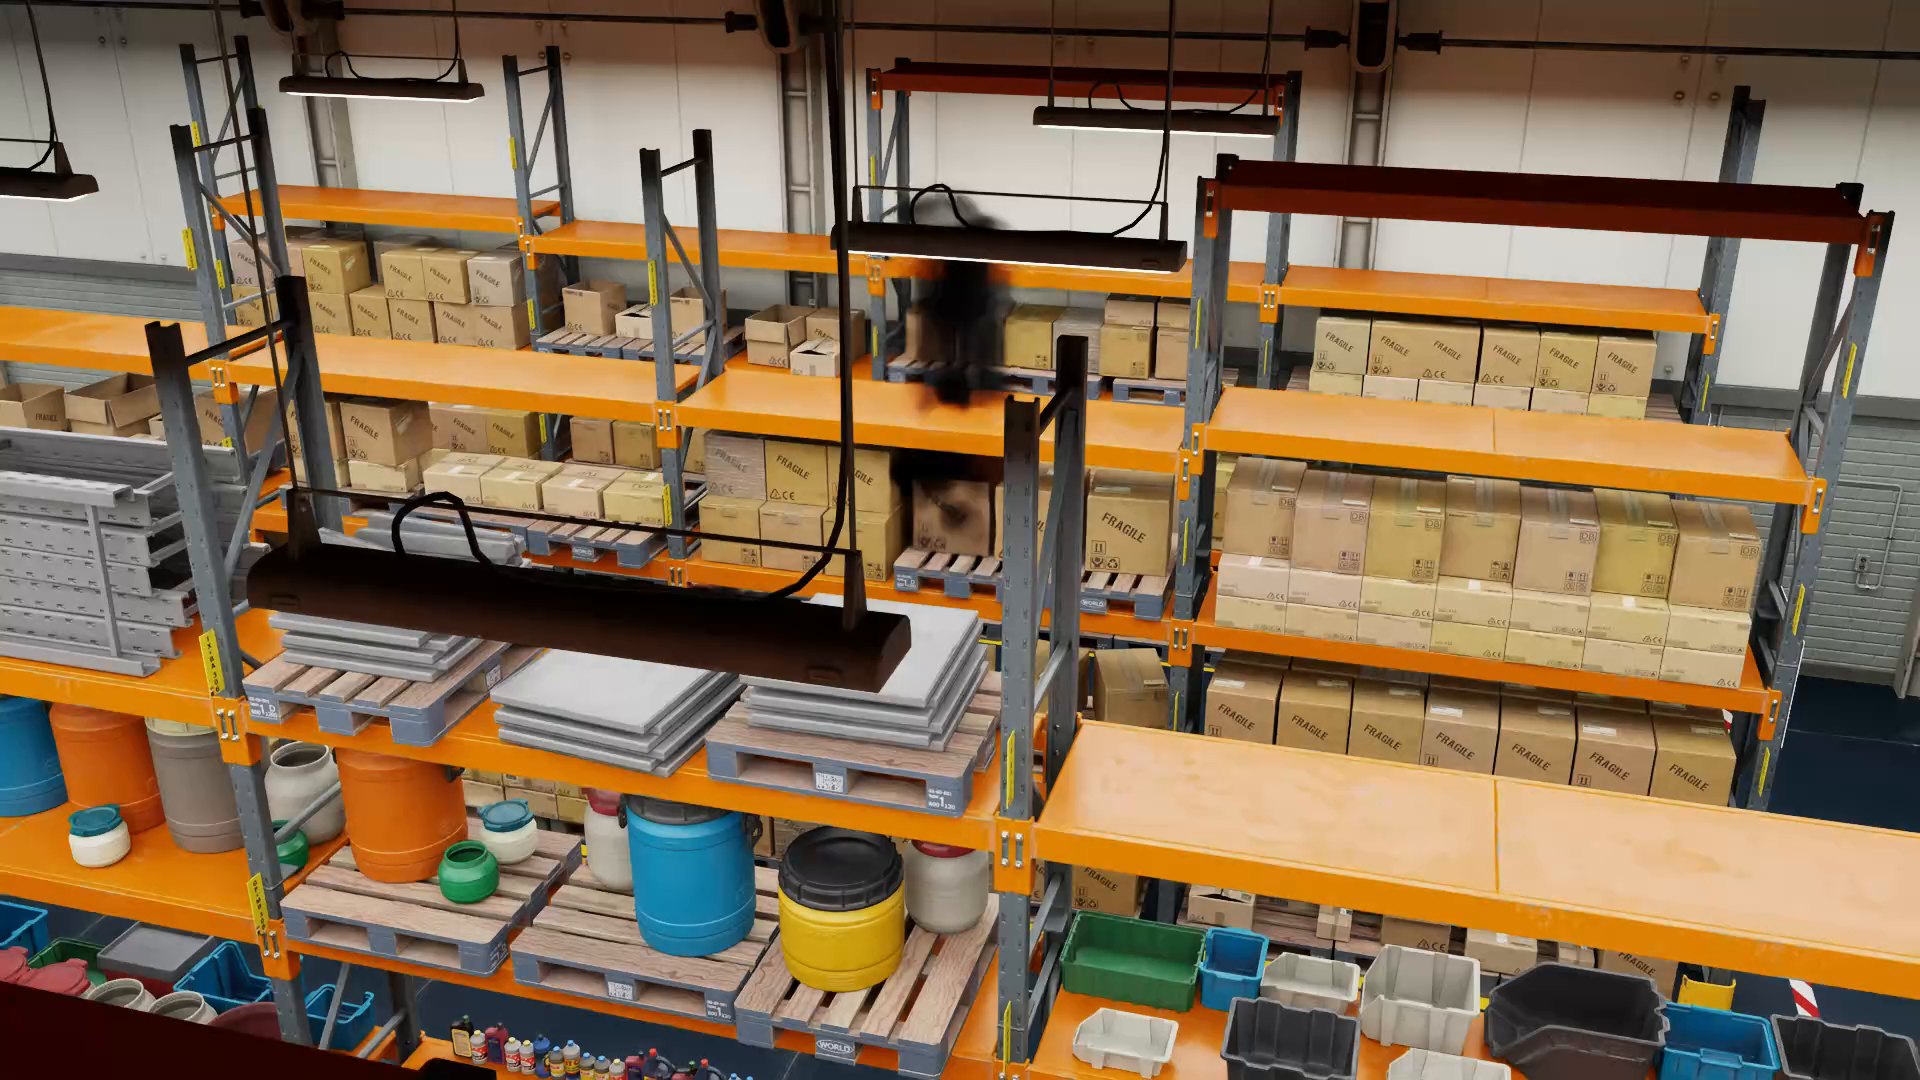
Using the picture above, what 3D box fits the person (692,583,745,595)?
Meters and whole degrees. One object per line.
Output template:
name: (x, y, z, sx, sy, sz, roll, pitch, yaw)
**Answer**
person: (-2.320, 0.747, 16.845, 0.881, 1.586, 0.537, 0, 23, -1)
